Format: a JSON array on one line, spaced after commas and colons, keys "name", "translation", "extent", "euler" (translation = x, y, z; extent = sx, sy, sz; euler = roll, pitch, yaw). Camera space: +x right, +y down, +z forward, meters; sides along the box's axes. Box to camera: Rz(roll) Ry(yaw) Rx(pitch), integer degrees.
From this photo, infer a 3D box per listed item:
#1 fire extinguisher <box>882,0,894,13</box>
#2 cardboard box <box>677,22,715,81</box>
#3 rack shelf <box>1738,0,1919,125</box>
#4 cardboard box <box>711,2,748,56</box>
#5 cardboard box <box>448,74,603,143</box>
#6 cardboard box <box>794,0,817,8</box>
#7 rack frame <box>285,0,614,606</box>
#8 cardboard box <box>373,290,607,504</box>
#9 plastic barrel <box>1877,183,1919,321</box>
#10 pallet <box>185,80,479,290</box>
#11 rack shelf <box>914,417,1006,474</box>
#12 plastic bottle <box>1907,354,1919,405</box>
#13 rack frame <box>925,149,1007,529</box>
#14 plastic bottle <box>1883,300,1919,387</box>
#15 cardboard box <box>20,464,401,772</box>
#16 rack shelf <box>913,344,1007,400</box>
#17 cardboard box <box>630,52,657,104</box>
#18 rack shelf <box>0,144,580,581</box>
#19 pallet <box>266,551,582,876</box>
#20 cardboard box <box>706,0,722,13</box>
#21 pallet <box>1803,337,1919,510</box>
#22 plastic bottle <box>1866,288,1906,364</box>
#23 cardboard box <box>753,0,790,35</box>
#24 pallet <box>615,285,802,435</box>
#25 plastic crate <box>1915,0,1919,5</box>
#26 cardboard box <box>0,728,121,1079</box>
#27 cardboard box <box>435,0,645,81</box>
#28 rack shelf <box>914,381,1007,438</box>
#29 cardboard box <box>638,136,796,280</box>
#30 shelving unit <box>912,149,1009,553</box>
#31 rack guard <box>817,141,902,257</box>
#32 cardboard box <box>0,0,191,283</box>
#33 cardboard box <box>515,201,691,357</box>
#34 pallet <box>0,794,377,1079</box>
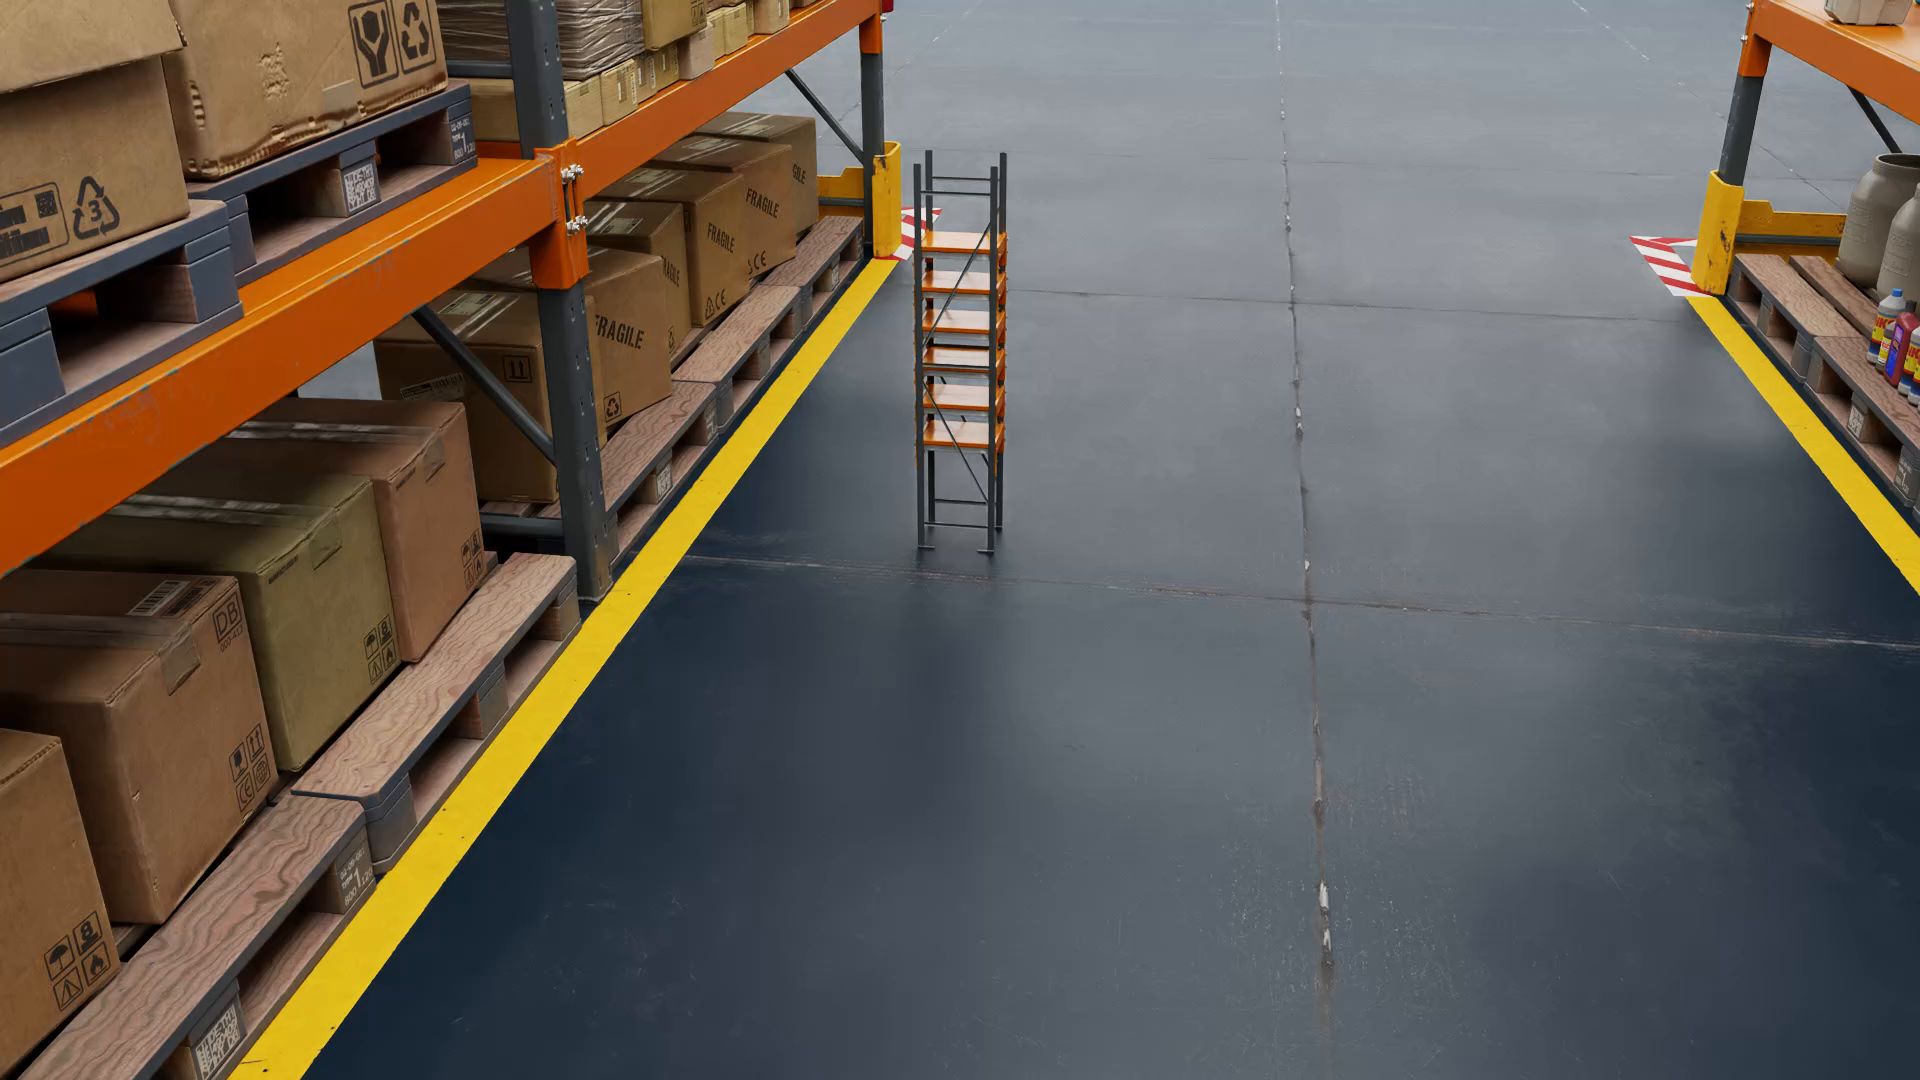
[{"name": "fire extinguisher", "translation": [-0.407, -2.882, 7.960], "extent": [0.296, 0.674, 0.183], "euler": [4, 25, 9]}, {"name": "cardboard box", "translation": [-1.022, -1.601, 5.428], "extent": [0.380, 0.149, 0.250], "euler": [4, 25, 9]}, {"name": "rack shelf", "translation": [3.679, -1.396, 5.542], "extent": [1.077, 0.370, 4.000], "euler": [4, 25, 9]}, {"name": "cardboard box", "translation": [-0.970, -1.812, 5.879], "extent": [0.380, 0.149, 0.250], "euler": [4, 25, 9]}, {"name": "cardboard box", "translation": [-1.202, -1.184, 4.537], "extent": [0.380, 0.149, 0.250], "euler": [4, 25, 9]}, {"name": "cardboard box", "translation": [-0.811, -2.338, 7.003], "extent": [0.380, 0.149, 0.250], "euler": [4, 25, 9]}, {"name": "rack frame", "translation": [-1.534, -1.228, 4.336], "extent": [1.000, 3.000, 0.127], "euler": [4, 25, 9]}, {"name": "cardboard box", "translation": [-1.429, -0.451, 5.128], "extent": [0.500, 0.500, 0.500], "euler": [3, 25, 7]}, {"name": "plastic barrel", "translation": [3.892, -1.131, 6.568], "extent": [0.421, 0.512, 0.421], "euler": [0, 25, 0]}, {"name": "pallet", "translation": [-1.802, -0.832, 3.715], "extent": [1.003, 0.211, 1.213], "euler": [4, 25, 9]}, {"name": "rack shelf", "translation": [0.002, -0.292, 5.129], "extent": [0.258, 0.103, 0.180], "euler": [4, 25, 9]}, {"name": "plastic bottle", "translation": [3.330, -0.600, 5.692], "extent": [0.097, 0.271, 0.097], "euler": [0, 25, 0]}, {"name": "rack frame", "translation": [0.017, -0.588, 5.090], "extent": [0.240, 1.200, 0.006], "euler": [4, 25, 9]}, {"name": "plastic bottle", "translation": [3.347, -0.697, 5.886], "extent": [0.061, 0.283, 0.133], "euler": [4, 25, 9]}, {"name": "cardboard box", "translation": [-1.752, 0.158, 3.804], "extent": [0.700, 0.500, 0.500], "euler": [4, 25, 8]}, {"name": "rack shelf", "translation": [0.002, -0.509, 5.027], "extent": [0.258, 0.103, 0.180], "euler": [4, 25, 9]}, {"name": "cardboard box", "translation": [-1.135, -1.394, 4.986], "extent": [0.380, 0.149, 0.250], "euler": [4, 25, 9]}, {"name": "rack shelf", "translation": [-1.861, -0.066, 2.701], "extent": [1.077, 0.370, 4.000], "euler": [4, 25, 9]}, {"name": "pallet", "translation": [-1.660, 0.360, 4.231], "extent": [1.003, 0.211, 1.213], "euler": [4, 25, 9]}, {"name": "cardboard box", "translation": [-1.301, -2.015, 5.548], "extent": [0.875, 0.500, 0.500], "euler": [4, 25, 9]}, {"name": "pallet", "translation": [3.700, -0.412, 5.881], "extent": [1.003, 0.211, 1.213], "euler": [4, 25, 9]}, {"name": "plastic bottle", "translation": [3.402, -0.785, 6.088], "extent": [0.097, 0.271, 0.097], "euler": [0, 25, 0]}, {"name": "cardboard box", "translation": [-0.865, -2.019, 6.322], "extent": [0.380, 0.149, 0.250], "euler": [4, 25, 9]}, {"name": "pallet", "translation": [-1.262, -0.760, 6.626], "extent": [1.003, 0.211, 1.213], "euler": [4, 25, 9]}, {"name": "plastic crate", "translation": [4.219, -2.261, 6.717], "extent": [0.499, 0.251, 0.616], "euler": [4, 25, 9]}, {"name": "cardboard box", "translation": [-1.934, 0.625, 2.805], "extent": [0.700, 0.500, 0.500], "euler": [6, 26, 13]}, {"name": "cardboard box", "translation": [-1.399, -1.592, 4.645], "extent": [0.875, 0.500, 0.500], "euler": [4, 25, 9]}, {"name": "rack shelf", "translation": [0.002, -0.401, 5.078], "extent": [0.258, 0.103, 0.180], "euler": [4, 25, 9]}, {"name": "cardboard box", "translation": [-1.063, -1.447, 7.256], "extent": [0.500, 0.500, 0.500], "euler": [11, 27, 22]}, {"name": "shelving unit", "translation": [0.002, -0.549, 5.009], "extent": [0.258, 1.200, 0.189], "euler": [4, 25, 9]}, {"name": "rack guard", "translation": [-0.893, -1.737, 8.372], "extent": [1.175, 0.500, 0.348], "euler": [4, 25, 9]}, {"name": "cardboard box", "translation": [-1.726, -0.734, 2.662], "extent": [0.797, 0.503, 0.637], "euler": [7, 26, 14]}, {"name": "cardboard box", "translation": [-1.319, -0.956, 6.208], "extent": [0.500, 0.500, 0.500], "euler": [2, 25, 4]}, {"name": "pallet", "translation": [-1.857, 0.872, 3.138], "extent": [1.003, 0.211, 1.213], "euler": [4, 25, 9]}]
